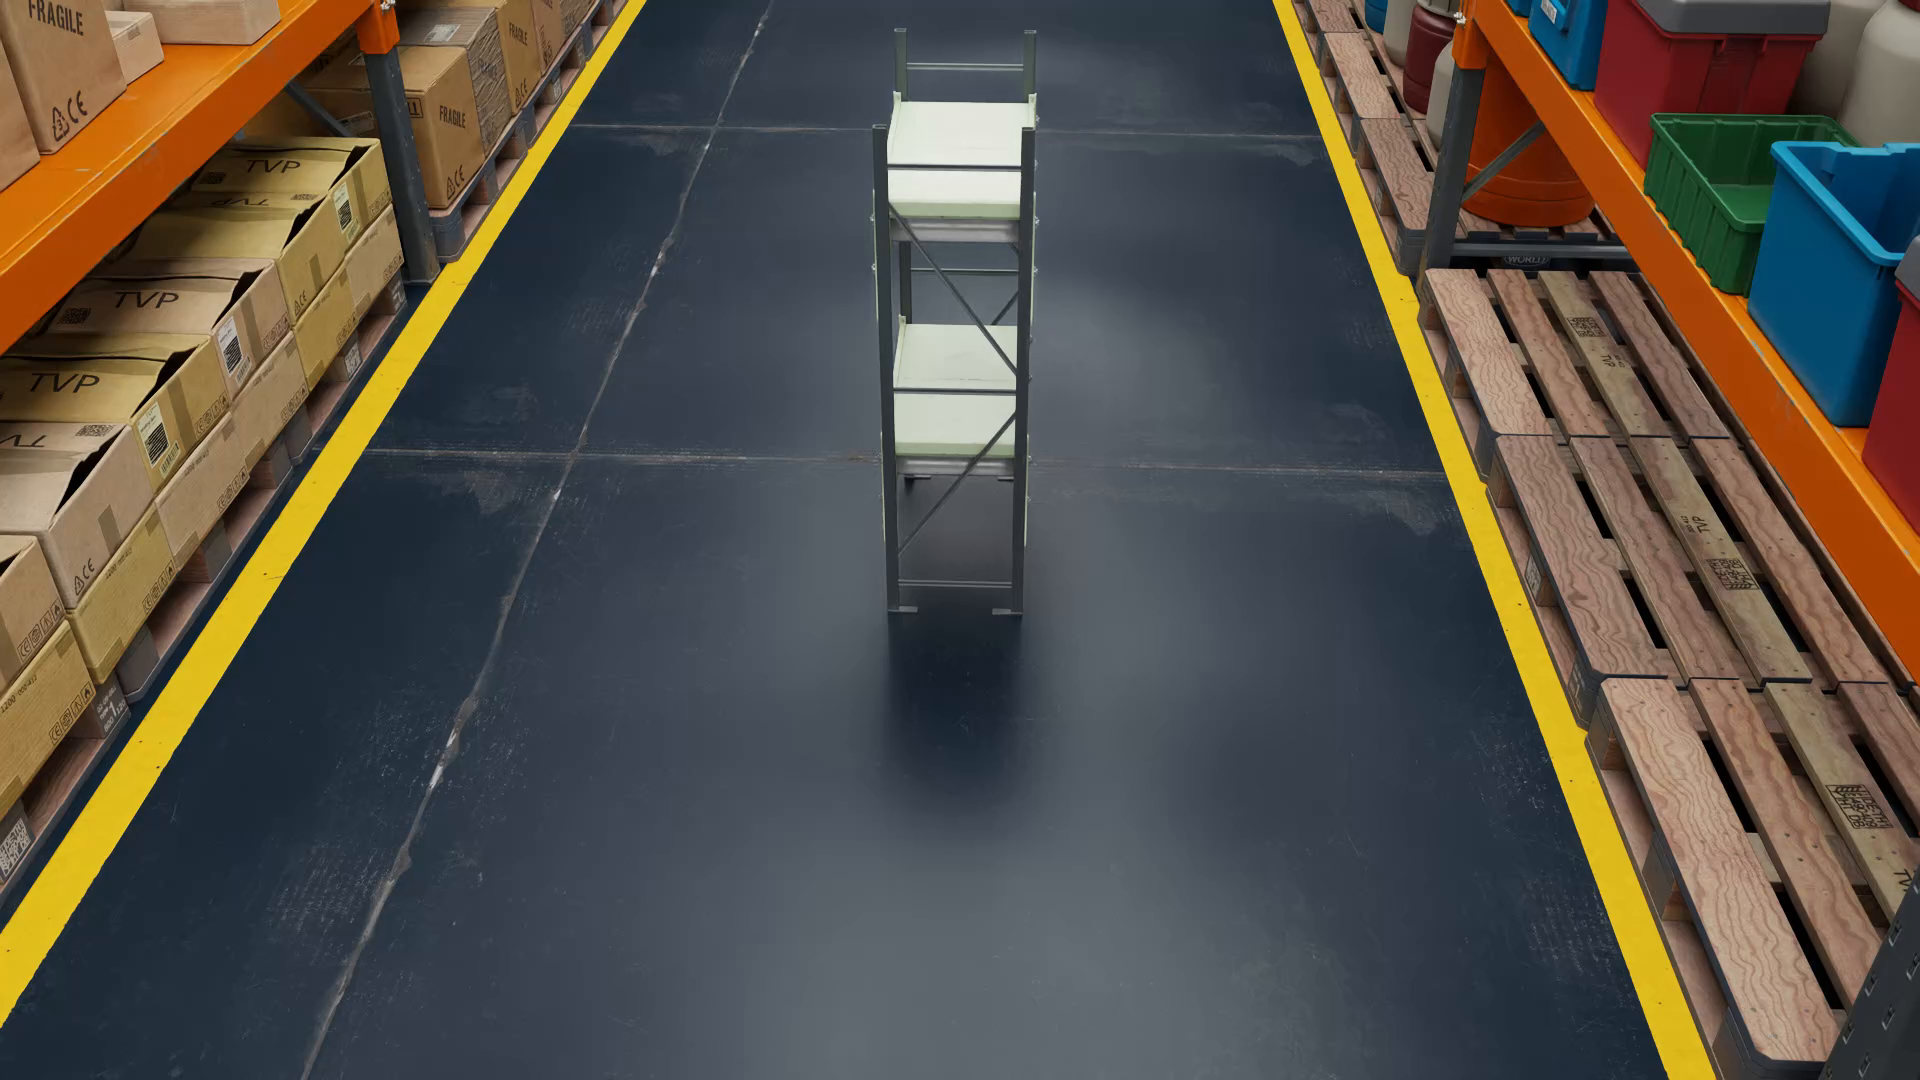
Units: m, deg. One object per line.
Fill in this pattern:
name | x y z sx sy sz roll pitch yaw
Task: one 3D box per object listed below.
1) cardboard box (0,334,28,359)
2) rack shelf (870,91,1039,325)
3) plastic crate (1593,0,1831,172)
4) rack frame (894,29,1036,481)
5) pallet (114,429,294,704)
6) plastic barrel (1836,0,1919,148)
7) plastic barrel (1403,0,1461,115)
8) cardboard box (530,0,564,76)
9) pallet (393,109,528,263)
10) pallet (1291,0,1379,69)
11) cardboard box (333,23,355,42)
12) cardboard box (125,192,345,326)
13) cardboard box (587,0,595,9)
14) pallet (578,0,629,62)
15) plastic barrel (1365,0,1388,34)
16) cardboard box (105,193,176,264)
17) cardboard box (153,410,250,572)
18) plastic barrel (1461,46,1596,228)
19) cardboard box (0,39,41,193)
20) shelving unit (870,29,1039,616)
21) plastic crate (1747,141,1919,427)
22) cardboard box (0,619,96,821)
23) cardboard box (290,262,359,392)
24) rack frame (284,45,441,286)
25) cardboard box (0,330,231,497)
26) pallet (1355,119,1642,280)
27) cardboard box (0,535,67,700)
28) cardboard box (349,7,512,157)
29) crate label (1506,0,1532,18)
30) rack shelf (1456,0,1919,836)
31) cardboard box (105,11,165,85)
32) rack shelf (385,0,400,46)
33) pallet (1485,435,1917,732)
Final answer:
cardboard box | -2.996 -0.392 4.737 0.500 0.311 0.500 1 35 1
rack shelf | 0.000 -0.929 4.589 0.431 0.370 0.720 1 35 2
plastic crate | 1.952 -1.288 4.419 0.402 0.464 0.583 1 35 2
rack frame | 0.014 -0.820 5.113 0.400 1.500 0.023 1 35 2
pallet | -2.750 0.012 5.049 1.003 0.211 1.213 1 35 2
plastic barrel | 2.467 -1.156 4.167 0.433 0.535 0.433 0 35 0
plastic barrel | 2.371 -2.299 7.644 0.600 0.588 0.708 1 35 2
cardboard box | -2.266 -2.601 8.134 0.500 0.500 0.500 0 35 0
pallet | -2.558 -1.587 7.325 1.003 0.211 1.213 1 35 2
pallet | 2.411 -2.898 9.190 1.003 0.211 1.213 1 35 2
cardboard box | -2.825 -2.339 7.109 0.500 0.250 0.500 3 35 4
cardboard box | -2.416 -0.971 5.561 0.500 0.311 0.500 1 35 1
cardboard box | -2.227 -3.181 8.959 0.500 0.500 0.500 1 35 2
pallet | -2.460 -2.989 9.319 1.003 0.211 1.213 1 35 2
plastic barrel | 2.416 -3.076 8.477 0.600 0.901 0.708 1 35 2
cardboard box | -2.953 -0.980 5.574 0.500 0.311 0.500 1 35 1
cardboard box | -2.462 -0.158 4.892 0.500 0.250 0.500 2 35 3
plastic barrel | 2.326 -1.749 6.652 0.600 0.830 0.708 1 35 2
cardboard box | -2.698 -1.074 4.082 0.500 0.500 0.500 1 35 2
shelving unit | 0.000 -0.610 4.813 0.431 1.500 0.755 1 35 2
plastic crate | 1.896 -0.520 3.395 0.392 0.384 0.575 1 35 2
cardboard box | -2.501 0.432 4.053 0.500 0.250 0.500 2 35 3
cardboard box | -2.421 -0.743 5.724 0.500 0.250 0.500 1 35 1
rack frame | -2.626 -2.300 5.914 1.000 3.000 0.127 1 35 2
cardboard box | -2.461 -0.393 4.739 0.500 0.311 0.500 2 35 3
pallet | 2.313 -1.496 7.196 1.003 0.211 1.213 1 35 2
cardboard box | -2.496 0.203 3.891 0.500 0.311 0.500 1 35 1
cardboard box | -2.307 -2.013 7.297 0.500 0.500 0.500 0 35 0
crate label | 1.932 -1.881 5.464 0.303 0.233 0.416 1 35 2
rack shelf | 2.243 -0.740 4.320 1.077 0.370 4.000 1 35 2
cardboard box | -2.621 -1.463 4.942 0.380 0.149 0.250 4 35 5
rack shelf | -2.546 -3.155 7.756 1.077 0.370 4.000 1 35 2
pallet | 2.201 0.101 4.923 1.003 0.211 1.213 1 35 2
